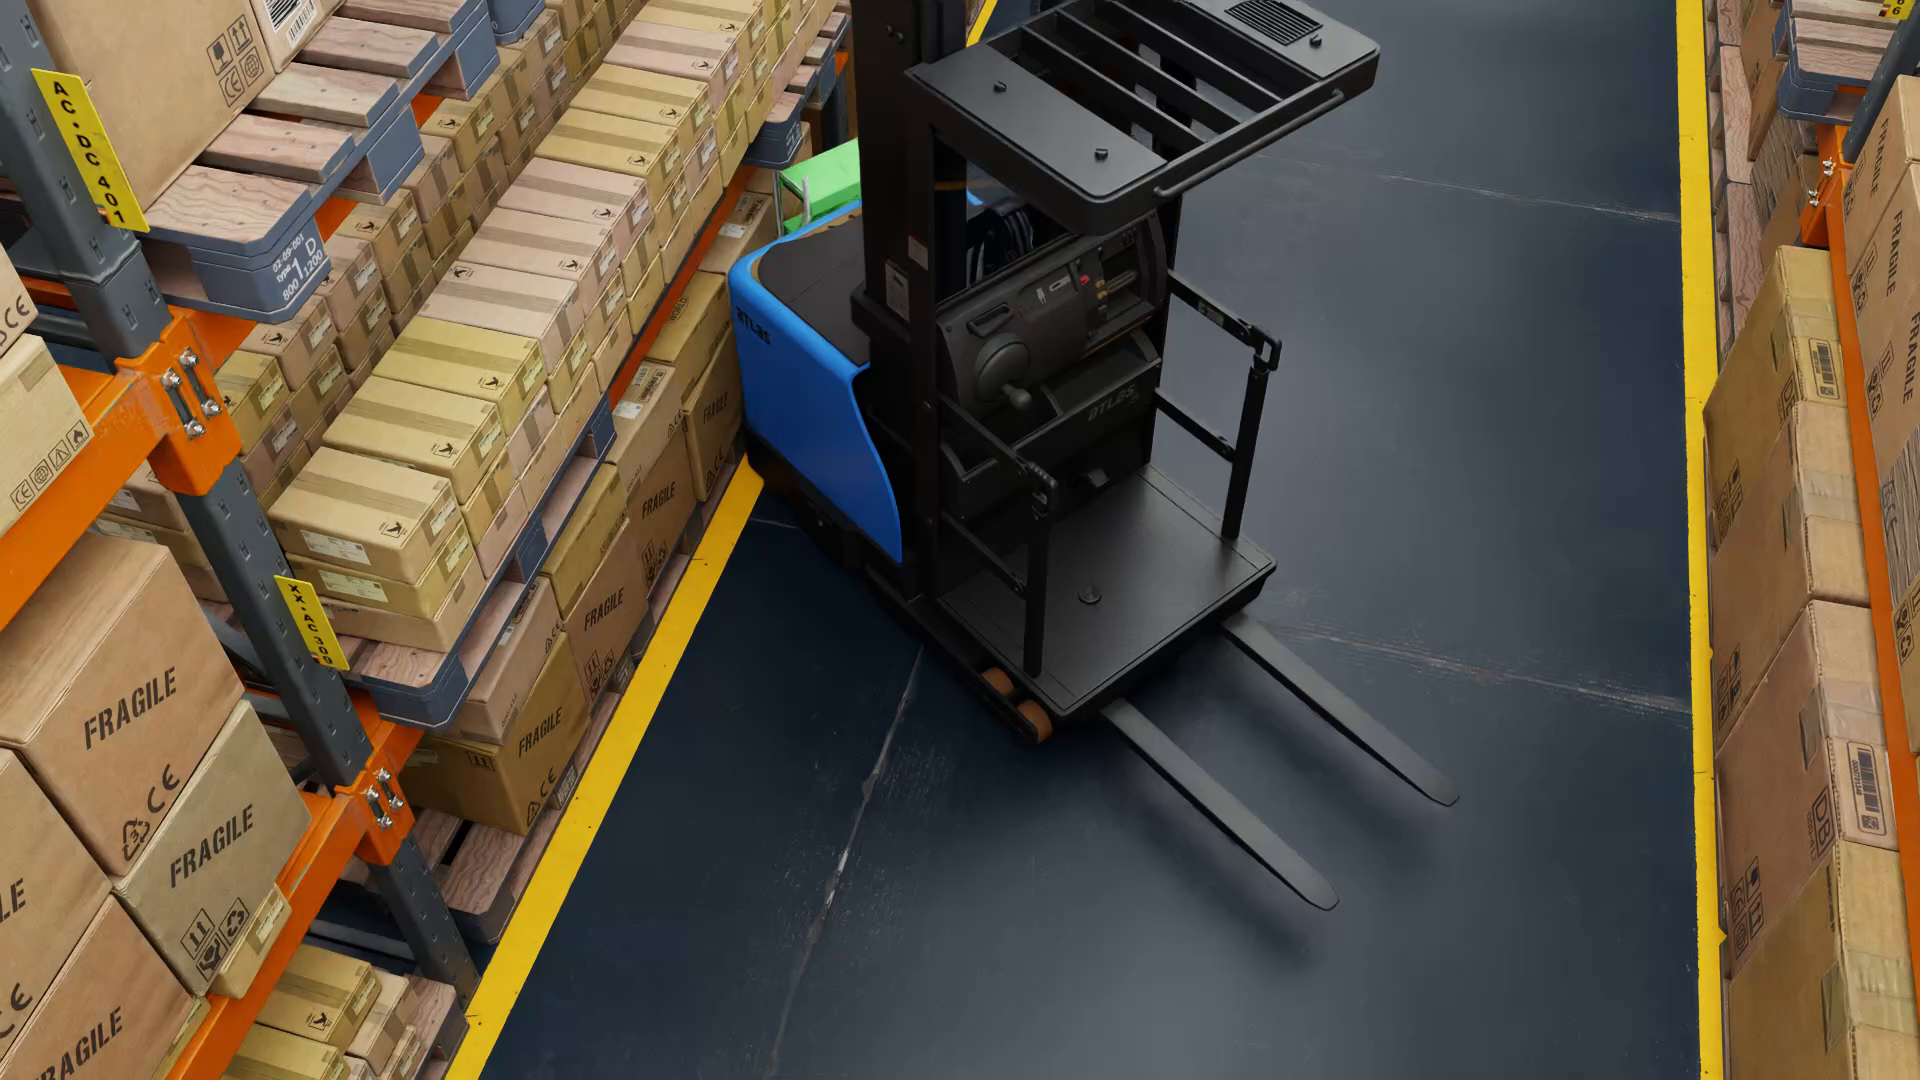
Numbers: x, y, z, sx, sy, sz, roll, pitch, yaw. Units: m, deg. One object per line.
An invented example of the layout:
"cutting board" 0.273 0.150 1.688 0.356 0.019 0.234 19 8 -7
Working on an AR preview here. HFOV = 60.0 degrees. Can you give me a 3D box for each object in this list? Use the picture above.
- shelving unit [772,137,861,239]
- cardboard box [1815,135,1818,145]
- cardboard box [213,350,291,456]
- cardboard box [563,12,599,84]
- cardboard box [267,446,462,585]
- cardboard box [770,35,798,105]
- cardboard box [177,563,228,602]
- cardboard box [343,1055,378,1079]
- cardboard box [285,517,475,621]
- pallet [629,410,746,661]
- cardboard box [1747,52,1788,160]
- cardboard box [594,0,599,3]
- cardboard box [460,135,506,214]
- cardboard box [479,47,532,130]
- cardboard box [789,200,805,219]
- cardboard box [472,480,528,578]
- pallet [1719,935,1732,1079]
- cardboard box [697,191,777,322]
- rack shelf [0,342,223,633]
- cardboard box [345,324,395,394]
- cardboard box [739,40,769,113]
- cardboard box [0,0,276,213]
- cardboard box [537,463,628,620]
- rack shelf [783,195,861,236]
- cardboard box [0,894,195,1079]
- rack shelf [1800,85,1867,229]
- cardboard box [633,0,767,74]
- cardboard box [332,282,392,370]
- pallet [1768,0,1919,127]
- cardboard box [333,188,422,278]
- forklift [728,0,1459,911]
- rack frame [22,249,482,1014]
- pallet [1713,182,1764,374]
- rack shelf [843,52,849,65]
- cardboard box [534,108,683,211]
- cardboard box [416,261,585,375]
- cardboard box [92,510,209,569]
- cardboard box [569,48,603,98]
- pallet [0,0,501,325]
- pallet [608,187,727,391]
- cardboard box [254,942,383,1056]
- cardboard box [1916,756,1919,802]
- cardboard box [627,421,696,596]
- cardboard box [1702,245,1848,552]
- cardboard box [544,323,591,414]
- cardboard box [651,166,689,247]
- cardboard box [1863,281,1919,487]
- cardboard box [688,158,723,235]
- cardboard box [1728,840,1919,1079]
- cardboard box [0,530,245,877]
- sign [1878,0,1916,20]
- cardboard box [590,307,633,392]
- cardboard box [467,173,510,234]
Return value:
"shelving unit" -0.460 -1.149 6.882 0.503 1.200 0.258 -30 55 -24
"cardboard box" 4.036 -1.902 7.220 0.500 0.250 0.500 17 51 14
"cardboard box" -2.065 -0.393 4.506 0.380 0.149 0.250 10 49 9
"cardboard box" -1.523 -1.782 5.930 0.380 0.149 0.250 12 50 10
"cardboard box" -1.505 -0.064 4.216 0.380 0.149 0.250 14 50 12
"cardboard box" -0.820 -1.754 6.103 0.380 0.149 0.250 12 50 11
"cardboard box" -2.139 0.000 4.555 0.380 0.149 0.250 11 49 9
"cardboard box" -1.888 1.577 4.699 0.380 0.149 0.250 9 49 8
"cardboard box" -1.505 0.034 4.327 0.380 0.149 0.250 12 50 11
"pallet" -1.530 -0.143 6.655 1.003 0.211 1.213 12 50 10
"cardboard box" 4.192 -2.081 7.879 0.700 0.500 0.500 15 50 13
"cardboard box" -1.445 -2.096 6.009 0.380 0.149 0.250 11 50 10
"cardboard box" -1.725 -1.227 5.440 0.380 0.149 0.250 13 50 11
"cardboard box" -1.652 -1.516 5.497 0.380 0.149 0.250 13 50 11
"cardboard box" -0.920 -1.295 7.198 0.500 0.500 0.500 11 50 10
"cardboard box" -1.437 -0.069 4.617 0.380 0.149 0.250 12 50 11
"pallet" 2.837 1.784 4.953 1.003 0.211 1.213 12 50 10
"cardboard box" -1.049 -1.157 6.576 0.500 0.250 0.500 12 50 11
"rack shelf" -2.579 1.075 2.199 1.077 0.370 4.000 12 50 10
"cardboard box" -1.937 -0.549 5.040 0.380 0.149 0.250 9 49 8
"cardboard box" -0.892 -1.653 5.816 0.380 0.149 0.250 12 50 10
"cardboard box" -1.846 -1.034 3.234 0.700 0.500 0.500 12 50 10
"cardboard box" -1.465 -0.045 5.595 0.500 0.250 0.500 13 50 11
"rack shelf" -0.460 -1.265 6.750 0.480 0.148 0.258 -30 55 -24
"cardboard box" -2.045 1.032 3.492 0.500 0.500 0.500 10 49 9
"rack shelf" 4.285 -2.667 7.502 1.077 0.370 4.000 12 50 10
"cardboard box" -0.890 -1.754 5.707 0.380 0.149 0.250 13 50 11
"cardboard box" -1.934 -0.667 4.946 0.380 0.149 0.250 10 49 9
"pallet" 3.844 -1.932 6.501 1.213 0.211 1.003 12 50 10
"cardboard box" -1.858 -0.947 4.995 0.380 0.149 0.250 10 49 9
"forklift" 0.456 -0.662 5.298 1.130 2.935 3.031 -32 56 -25
"rack frame" -2.052 0.383 4.331 1.000 3.000 0.127 12 50 10
"pallet" 3.966 -1.101 7.500 1.003 0.211 1.213 12 50 10
"rack shelf" -0.473 -3.719 8.431 1.077 0.370 4.000 12 50 10
"cardboard box" -1.098 -1.195 5.214 0.380 0.149 0.250 13 50 11
"cardboard box" -1.299 -0.632 4.717 0.380 0.149 0.250 11 49 10
"cardboard box" -2.138 -0.098 4.444 0.380 0.149 0.250 13 50 11
"cardboard box" -1.523 -1.698 6.054 0.380 0.149 0.250 14 50 12
"pallet" -1.787 -0.973 3.652 1.213 0.211 1.003 12 50 10
"pallet" -1.481 -1.007 5.685 1.003 0.211 1.213 12 50 10
"cardboard box" -1.895 1.299 4.746 0.380 0.149 0.250 13 50 11
"cardboard box" 2.703 0.653 4.025 0.500 0.500 0.500 13 50 11
"cardboard box" -1.339 -0.176 6.211 0.500 0.500 0.500 12 50 11
"cardboard box" 3.557 -0.400 6.158 1.225 0.875 0.875 9 49 8
"cardboard box" -1.303 -0.529 4.824 0.380 0.149 0.250 10 49 8
"cardboard box" -1.095 -1.097 5.326 0.380 0.149 0.250 11 49 9
"cardboard box" 3.104 -0.449 4.998 0.500 0.500 0.500 11 49 9
"cardboard box" -1.028 -1.192 5.608 0.380 0.149 0.250 13 50 11
"cardboard box" 2.855 1.532 4.453 1.225 0.875 0.875 12 50 10
"cardboard box" -1.915 0.314 3.459 0.500 0.500 0.500 10 49 9
"sign" 3.233 -1.916 5.640 0.100 0.325 0.005 12 50 10
"cardboard box" -1.234 -0.615 5.098 0.380 0.149 0.250 10 49 8
"cardboard box" -1.729 -1.135 5.558 0.380 0.149 0.250 10 49 9
